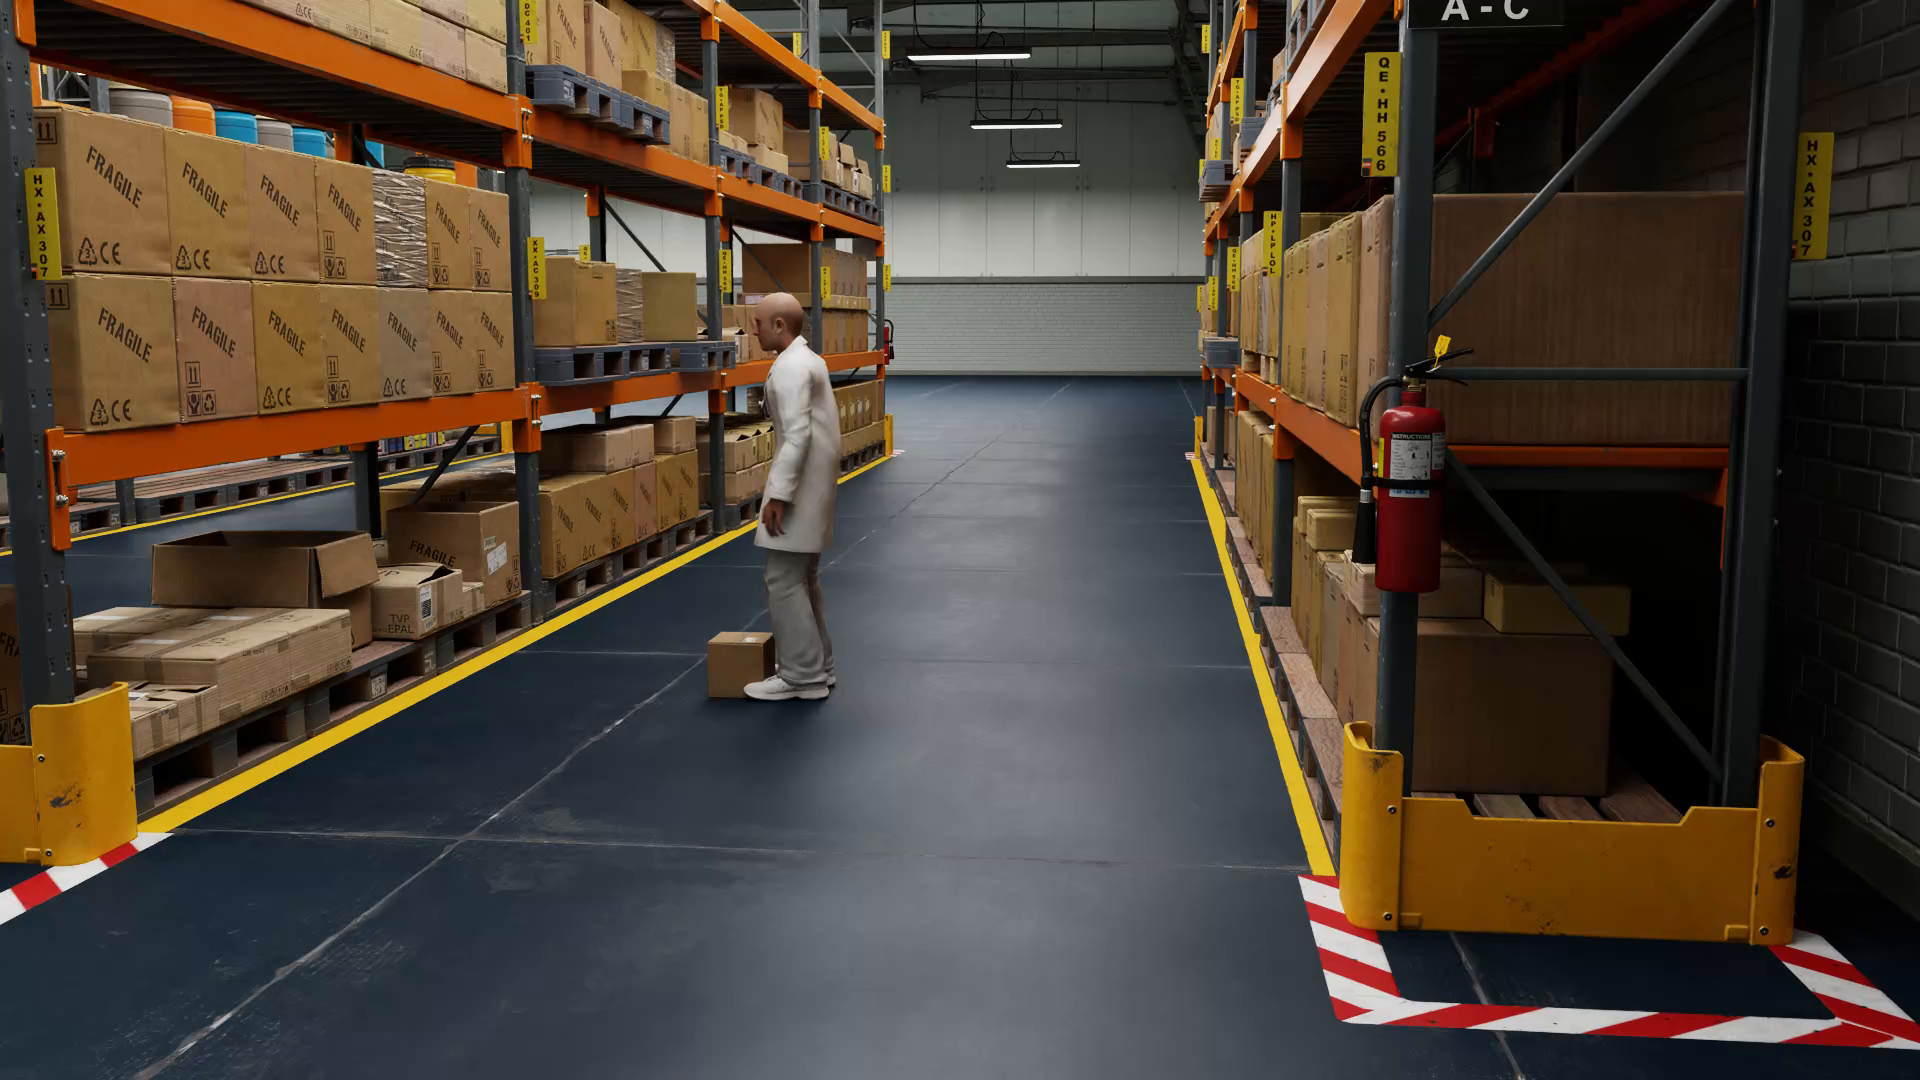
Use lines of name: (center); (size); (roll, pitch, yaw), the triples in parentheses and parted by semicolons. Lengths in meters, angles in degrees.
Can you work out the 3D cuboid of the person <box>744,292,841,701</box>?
person: (-0.735, -0.193, 7.322); (0.420, 1.775, 0.654); (0, 7, 3)
